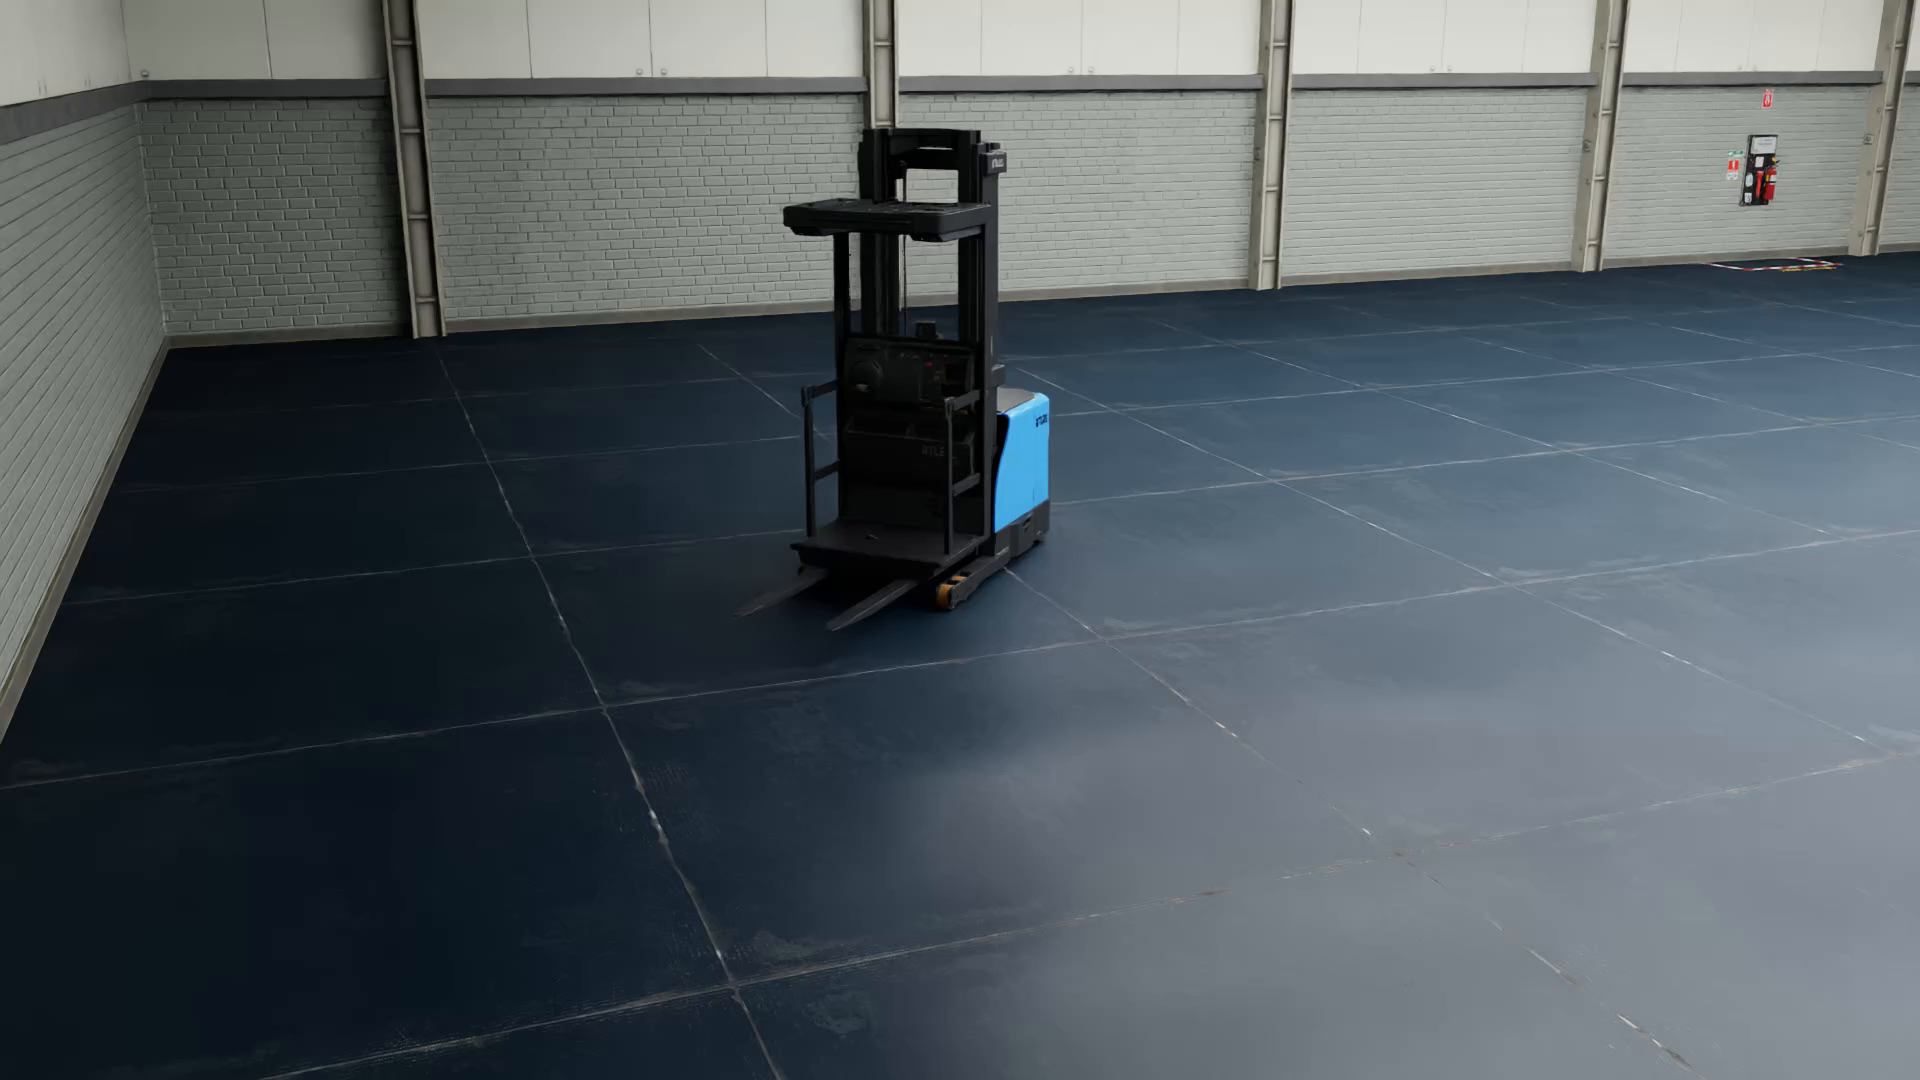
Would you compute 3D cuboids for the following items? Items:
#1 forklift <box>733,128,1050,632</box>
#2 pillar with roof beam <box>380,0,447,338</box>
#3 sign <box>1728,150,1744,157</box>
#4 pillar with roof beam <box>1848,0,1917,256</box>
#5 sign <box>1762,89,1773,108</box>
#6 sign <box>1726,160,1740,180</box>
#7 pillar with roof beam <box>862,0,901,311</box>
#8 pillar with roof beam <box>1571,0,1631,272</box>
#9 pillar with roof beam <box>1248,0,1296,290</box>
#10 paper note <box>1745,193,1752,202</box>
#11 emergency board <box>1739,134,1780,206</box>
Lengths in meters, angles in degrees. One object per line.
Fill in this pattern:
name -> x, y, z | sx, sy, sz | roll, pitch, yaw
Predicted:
forklift -> -0.416, -1.100, 10.641 | 1.130, 2.935, 3.031 | 7, 18, 23
pillar with roof beam -> -5.108, -5.747, 15.697 | 0.400, 9.000, 9.100 | -6, 17, -20
sign -> 12.895, -6.423, 27.642 | 0.331, 0.109, 0.001 | -6, 17, -20
pillar with roof beam -> 17.303, -8.167, 23.937 | 0.400, 9.000, 9.100 | -6, 17, -20
sign -> 13.398, -7.319, 27.585 | 0.199, 0.298, 0.001 | -6, 17, -20
sign -> 12.888, -6.170, 27.723 | 0.234, 0.329, 0.001 | -6, 17, -20
pillar with roof beam -> 0.494, -6.352, 17.757 | 0.400, 9.000, 9.100 | -6, 17, -20
pillar with roof beam -> 11.700, -7.562, 21.877 | 0.400, 9.000, 9.100 | -6, 17, -20
pillar with roof beam -> 6.097, -6.957, 19.817 | 0.400, 9.000, 9.100 | -6, 17, -20
paper note -> 13.251, -5.759, 27.950 | 0.142, 0.148, 0.016 | -6, 17, -20
emergency board -> 13.441, -6.182, 27.825 | 0.643, 1.169, 0.194 | -6, 17, -20
